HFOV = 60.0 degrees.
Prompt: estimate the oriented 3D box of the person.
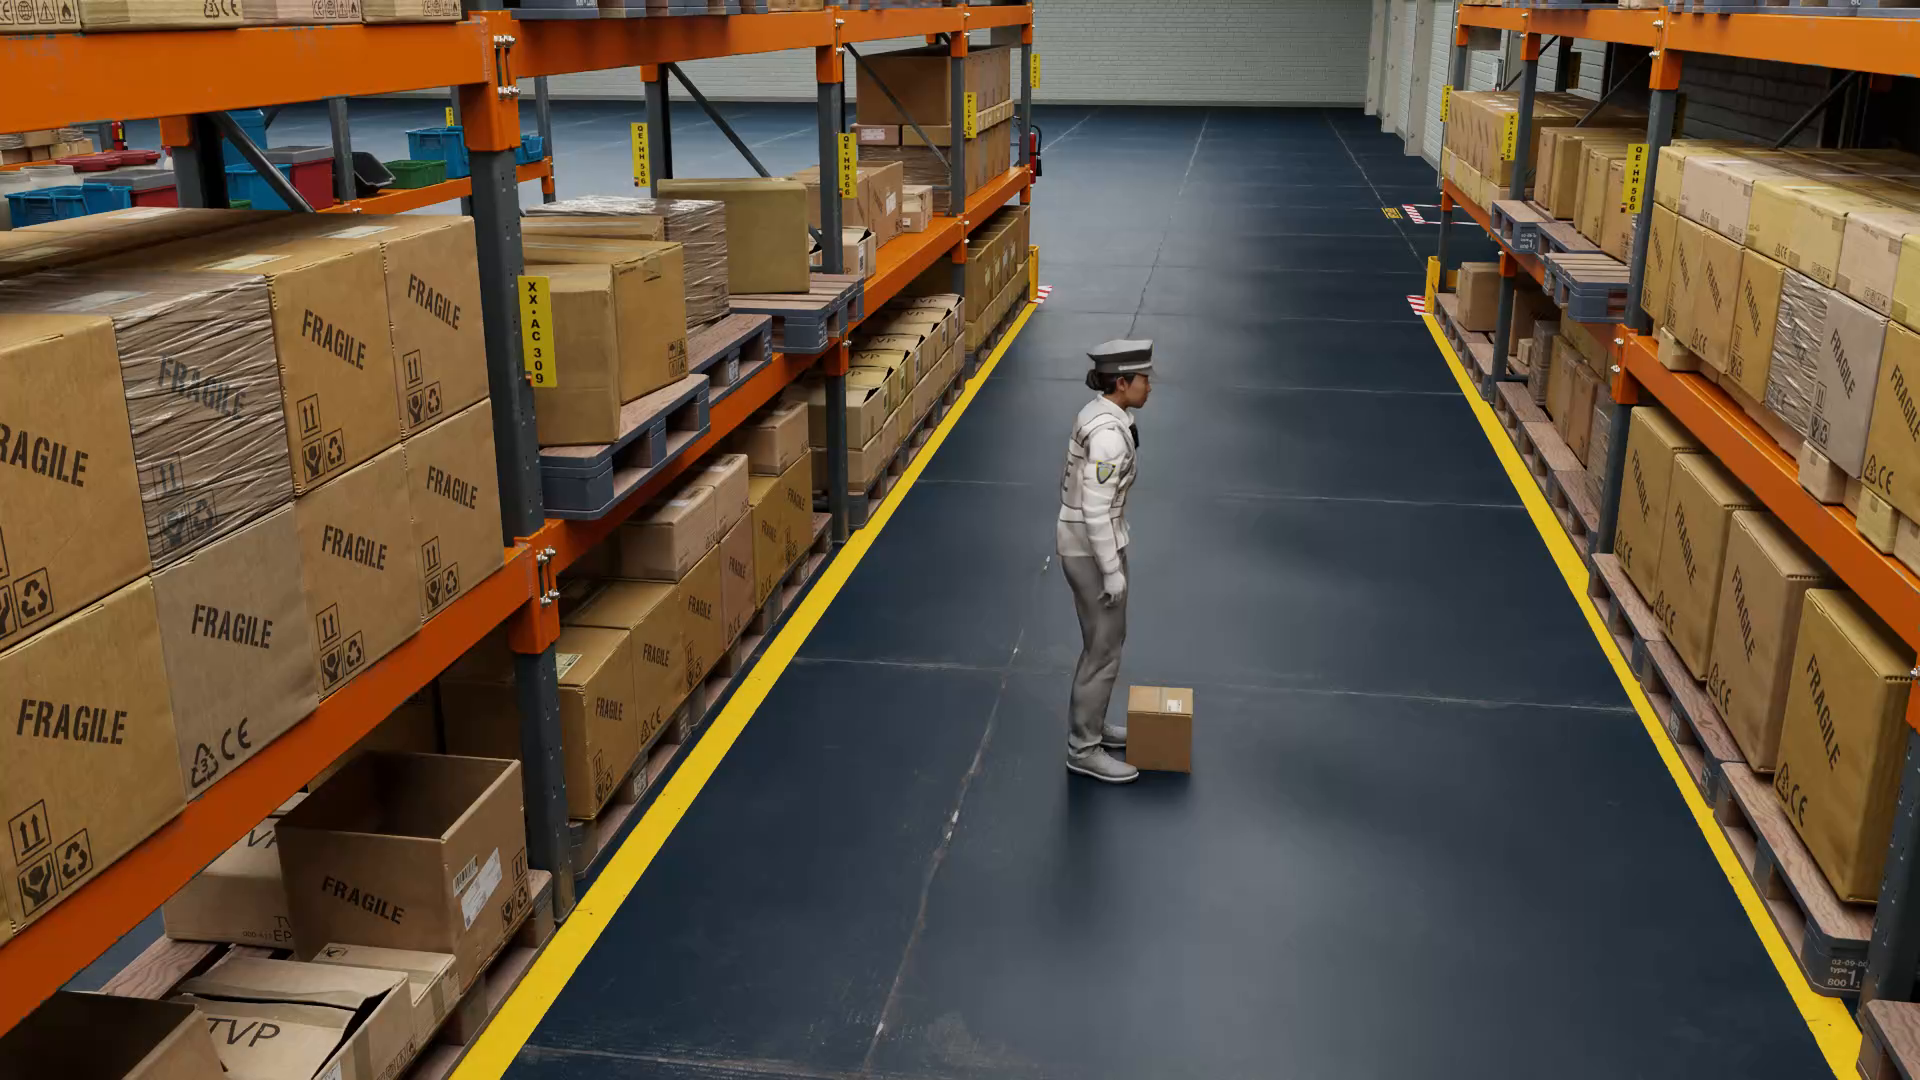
[{"bbox_3d":[0.550,0.058,6.366,0.371,1.666,0.544,2,18,6],"label":"person"}]
